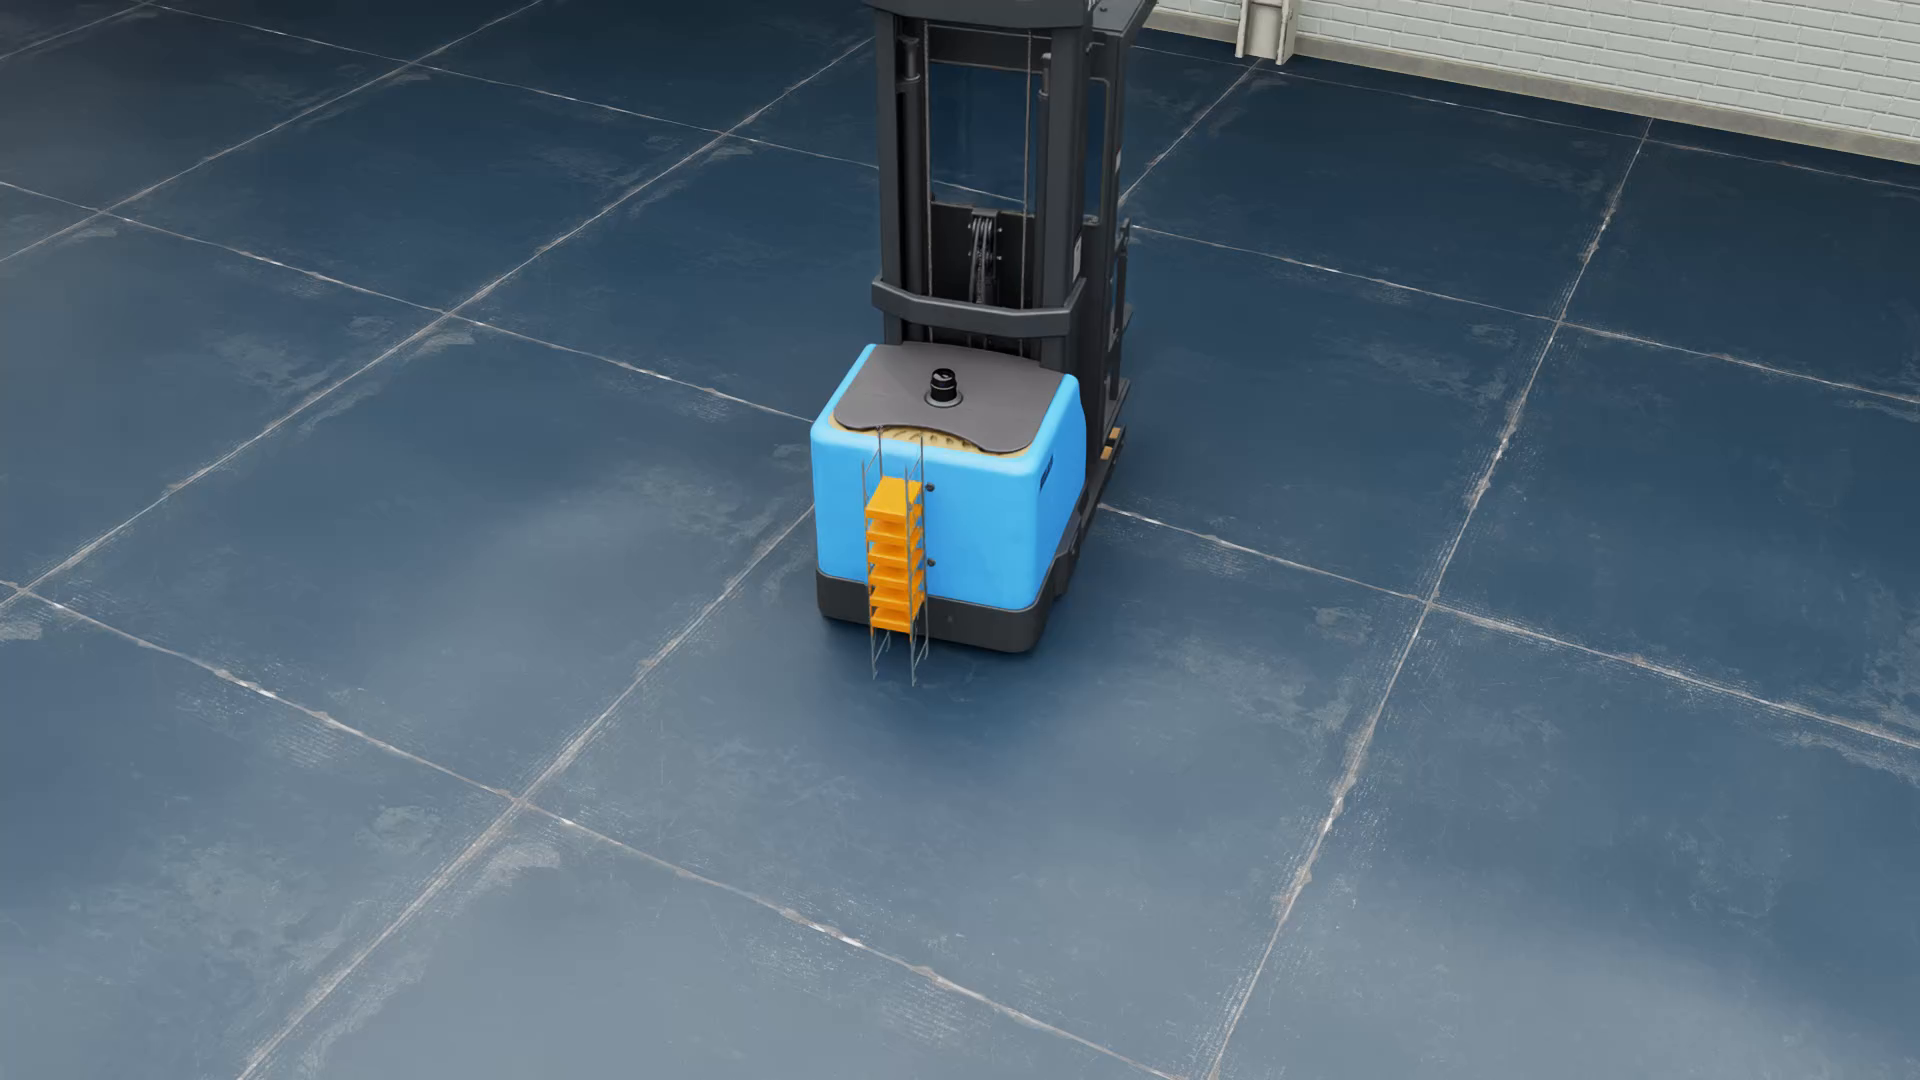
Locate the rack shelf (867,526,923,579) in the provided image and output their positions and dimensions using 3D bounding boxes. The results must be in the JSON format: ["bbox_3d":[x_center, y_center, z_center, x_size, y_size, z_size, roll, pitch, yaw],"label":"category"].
[{"bbox_3d":[-0.271,0.037,7.097,0.180,0.103,0.258,10,40,12],"label":"rack shelf"}]

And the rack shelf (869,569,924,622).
[{"bbox_3d":[-0.269,0.225,7.247,0.180,0.103,0.258,10,40,12],"label":"rack shelf"}]

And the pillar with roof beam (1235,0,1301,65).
[{"bbox_3d":[0.483,-5.199,7.676,0.400,9.000,9.100,17,41,21],"label":"pillar with roof beam"}]

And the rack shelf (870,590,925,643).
[{"bbox_3d":[-0.268,0.319,7.322,0.180,0.103,0.258,10,40,12],"label":"rack shelf"}]

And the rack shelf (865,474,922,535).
[{"bbox_3d":[-0.273,-0.150,6.948,0.180,0.103,0.258,10,40,12],"label":"rack shelf"}]

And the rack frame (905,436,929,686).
[{"bbox_3d":[-0.182,0.111,7.125,0.006,1.200,0.240,10,40,12],"label":"rack frame"}]

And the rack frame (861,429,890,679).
[{"bbox_3d":[-0.359,0.082,7.164,0.006,1.200,0.240,10,40,12],"label":"rack frame"}]

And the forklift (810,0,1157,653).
[{"bbox_3d":[0.251,-1.554,7.893,1.130,2.935,3.031,10,38,13],"label":"forklift"}]

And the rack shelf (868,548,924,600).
[{"bbox_3d":[-0.270,0.131,7.172,0.180,0.103,0.258,10,40,12],"label":"rack shelf"}]

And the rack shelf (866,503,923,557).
[{"bbox_3d":[-0.272,-0.056,7.023,0.180,0.103,0.258,10,40,12],"label":"rack shelf"}]

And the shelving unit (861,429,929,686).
[{"bbox_3d":[-0.270,0.097,7.144,0.189,1.200,0.258,10,40,12],"label":"shelving unit"}]
